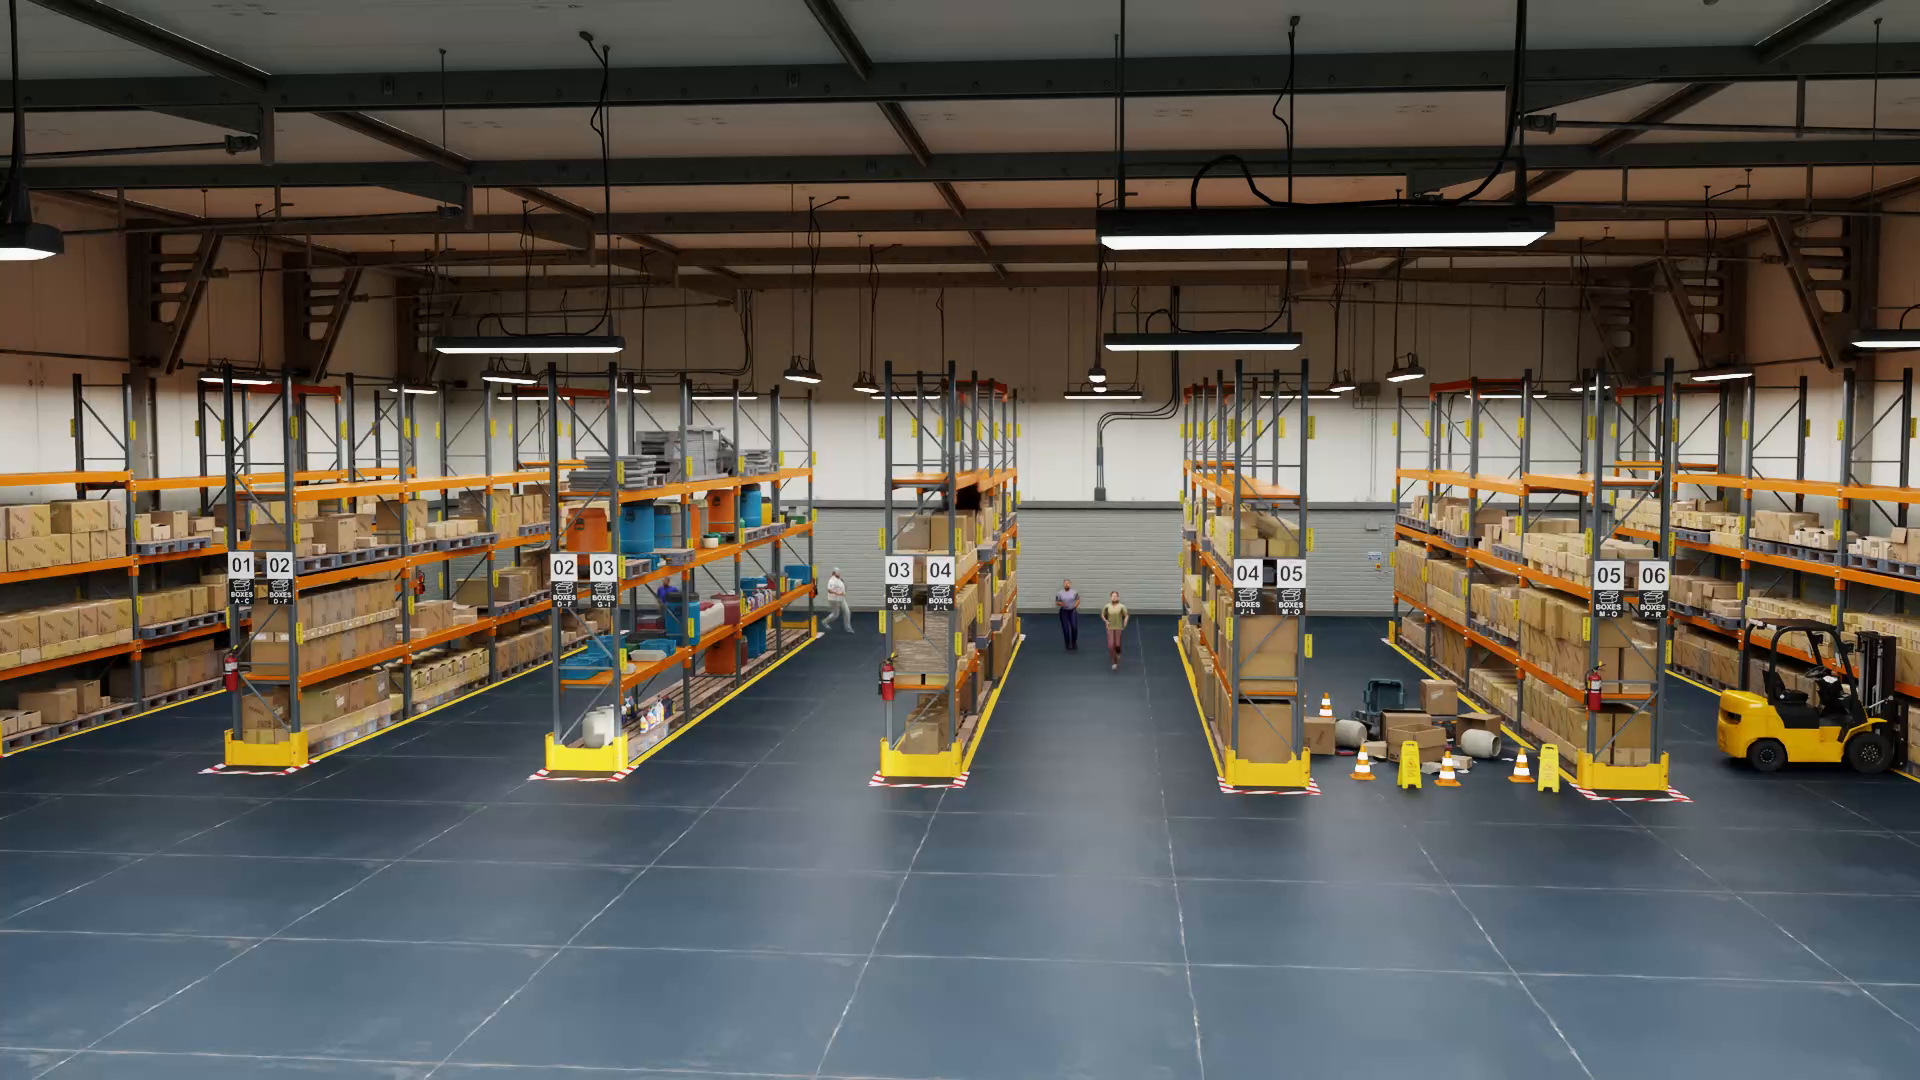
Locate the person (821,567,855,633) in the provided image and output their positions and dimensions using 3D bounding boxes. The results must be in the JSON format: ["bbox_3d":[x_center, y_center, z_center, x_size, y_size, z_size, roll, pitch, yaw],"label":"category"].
[{"bbox_3d":[-3.087,1.489,41.140,0.877,1.645,0.643,2,4,26],"label":"person"}]

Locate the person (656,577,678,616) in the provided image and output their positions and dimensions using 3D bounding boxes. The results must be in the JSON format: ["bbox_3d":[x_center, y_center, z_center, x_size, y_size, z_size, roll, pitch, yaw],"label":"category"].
[{"bbox_3d":[-6.867,1.651,39.184,0.558,1.593,0.718,0,4,8],"label":"person"}]

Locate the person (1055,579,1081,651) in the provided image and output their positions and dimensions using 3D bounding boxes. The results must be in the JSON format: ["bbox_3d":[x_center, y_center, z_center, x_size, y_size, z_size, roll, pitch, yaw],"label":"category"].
[{"bbox_3d":[2.459,1.725,37.899,0.590,1.667,0.588,0,4,2],"label":"person"}]

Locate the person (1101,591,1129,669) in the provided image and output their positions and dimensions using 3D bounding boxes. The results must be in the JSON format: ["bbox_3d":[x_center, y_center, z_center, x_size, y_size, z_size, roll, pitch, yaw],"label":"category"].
[{"bbox_3d":[3.266,1.889,35.128,0.582,1.630,0.566,1,4,9],"label":"person"}]
